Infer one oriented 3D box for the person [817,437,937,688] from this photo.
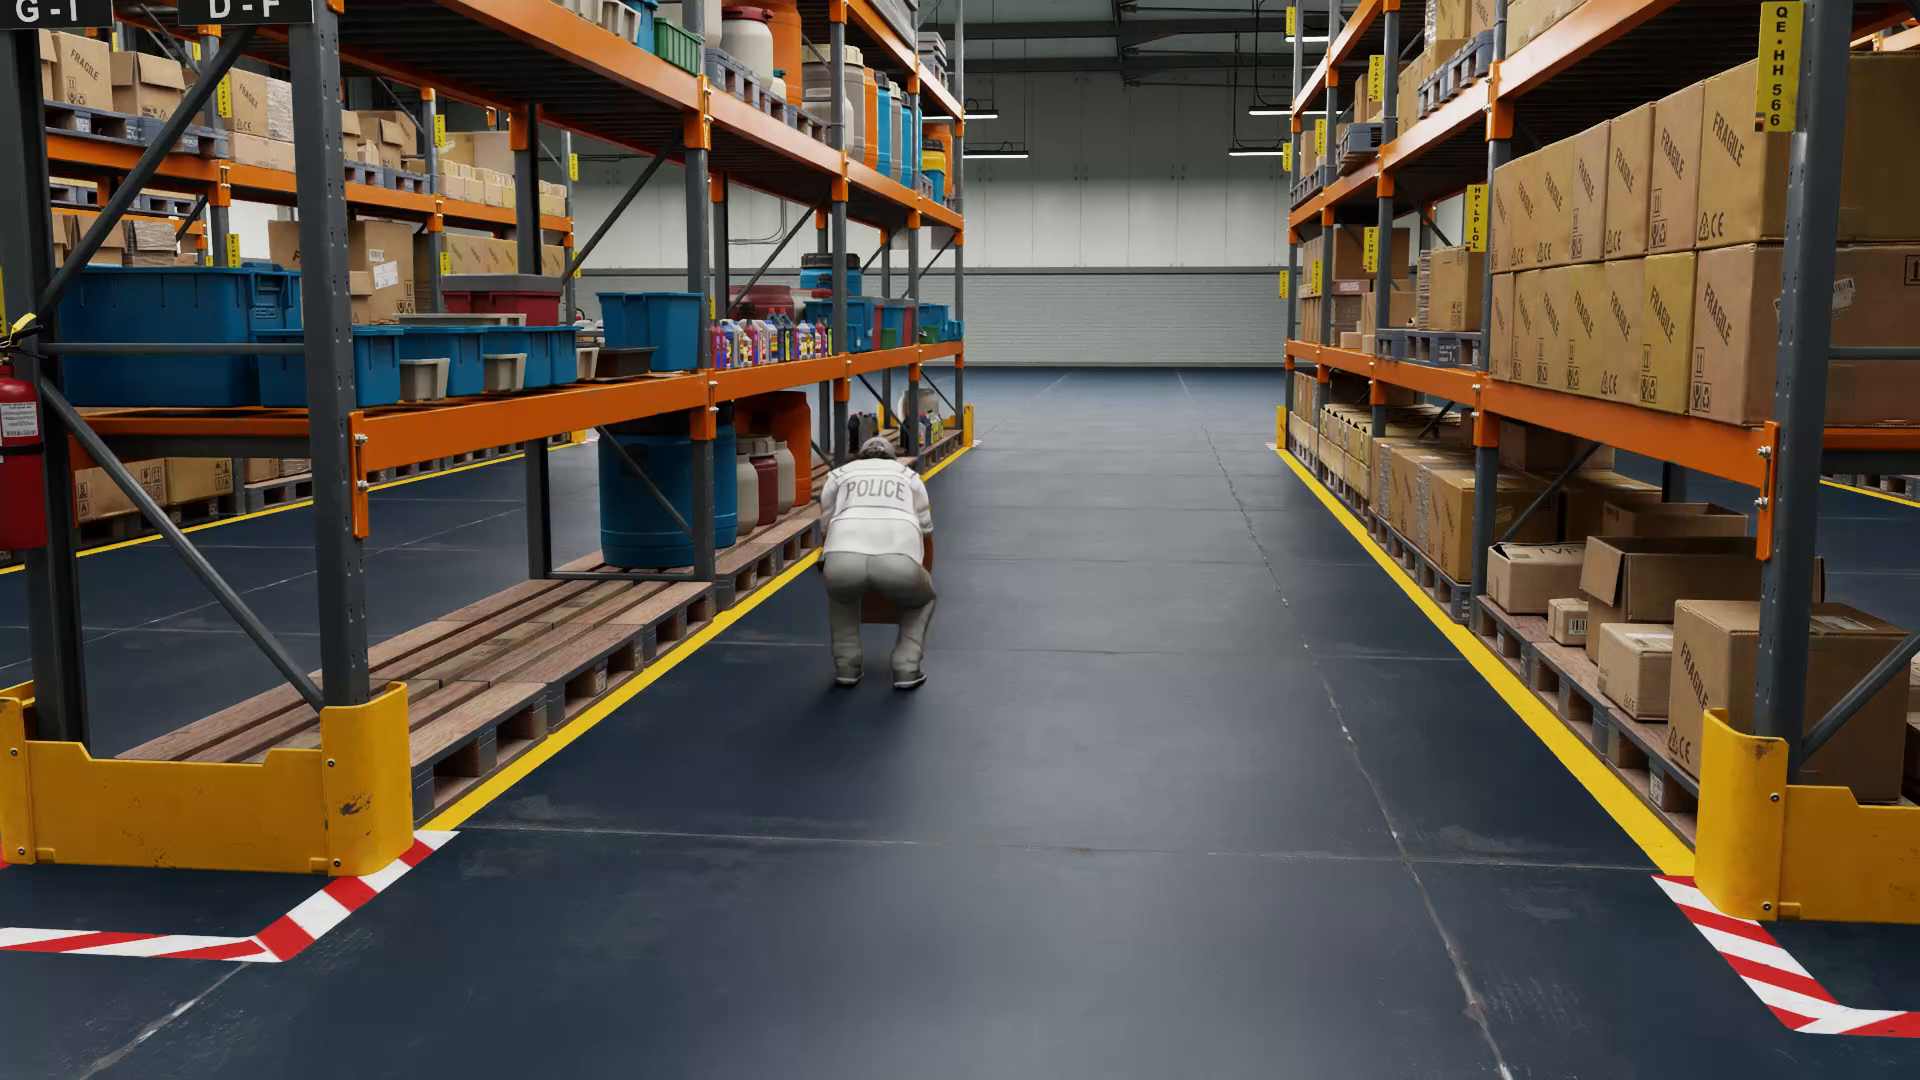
[{"bbox_3d":[-0.380,0.098,7.343,0.532,1.061,0.832,1,8,6],"label":"person"}]
